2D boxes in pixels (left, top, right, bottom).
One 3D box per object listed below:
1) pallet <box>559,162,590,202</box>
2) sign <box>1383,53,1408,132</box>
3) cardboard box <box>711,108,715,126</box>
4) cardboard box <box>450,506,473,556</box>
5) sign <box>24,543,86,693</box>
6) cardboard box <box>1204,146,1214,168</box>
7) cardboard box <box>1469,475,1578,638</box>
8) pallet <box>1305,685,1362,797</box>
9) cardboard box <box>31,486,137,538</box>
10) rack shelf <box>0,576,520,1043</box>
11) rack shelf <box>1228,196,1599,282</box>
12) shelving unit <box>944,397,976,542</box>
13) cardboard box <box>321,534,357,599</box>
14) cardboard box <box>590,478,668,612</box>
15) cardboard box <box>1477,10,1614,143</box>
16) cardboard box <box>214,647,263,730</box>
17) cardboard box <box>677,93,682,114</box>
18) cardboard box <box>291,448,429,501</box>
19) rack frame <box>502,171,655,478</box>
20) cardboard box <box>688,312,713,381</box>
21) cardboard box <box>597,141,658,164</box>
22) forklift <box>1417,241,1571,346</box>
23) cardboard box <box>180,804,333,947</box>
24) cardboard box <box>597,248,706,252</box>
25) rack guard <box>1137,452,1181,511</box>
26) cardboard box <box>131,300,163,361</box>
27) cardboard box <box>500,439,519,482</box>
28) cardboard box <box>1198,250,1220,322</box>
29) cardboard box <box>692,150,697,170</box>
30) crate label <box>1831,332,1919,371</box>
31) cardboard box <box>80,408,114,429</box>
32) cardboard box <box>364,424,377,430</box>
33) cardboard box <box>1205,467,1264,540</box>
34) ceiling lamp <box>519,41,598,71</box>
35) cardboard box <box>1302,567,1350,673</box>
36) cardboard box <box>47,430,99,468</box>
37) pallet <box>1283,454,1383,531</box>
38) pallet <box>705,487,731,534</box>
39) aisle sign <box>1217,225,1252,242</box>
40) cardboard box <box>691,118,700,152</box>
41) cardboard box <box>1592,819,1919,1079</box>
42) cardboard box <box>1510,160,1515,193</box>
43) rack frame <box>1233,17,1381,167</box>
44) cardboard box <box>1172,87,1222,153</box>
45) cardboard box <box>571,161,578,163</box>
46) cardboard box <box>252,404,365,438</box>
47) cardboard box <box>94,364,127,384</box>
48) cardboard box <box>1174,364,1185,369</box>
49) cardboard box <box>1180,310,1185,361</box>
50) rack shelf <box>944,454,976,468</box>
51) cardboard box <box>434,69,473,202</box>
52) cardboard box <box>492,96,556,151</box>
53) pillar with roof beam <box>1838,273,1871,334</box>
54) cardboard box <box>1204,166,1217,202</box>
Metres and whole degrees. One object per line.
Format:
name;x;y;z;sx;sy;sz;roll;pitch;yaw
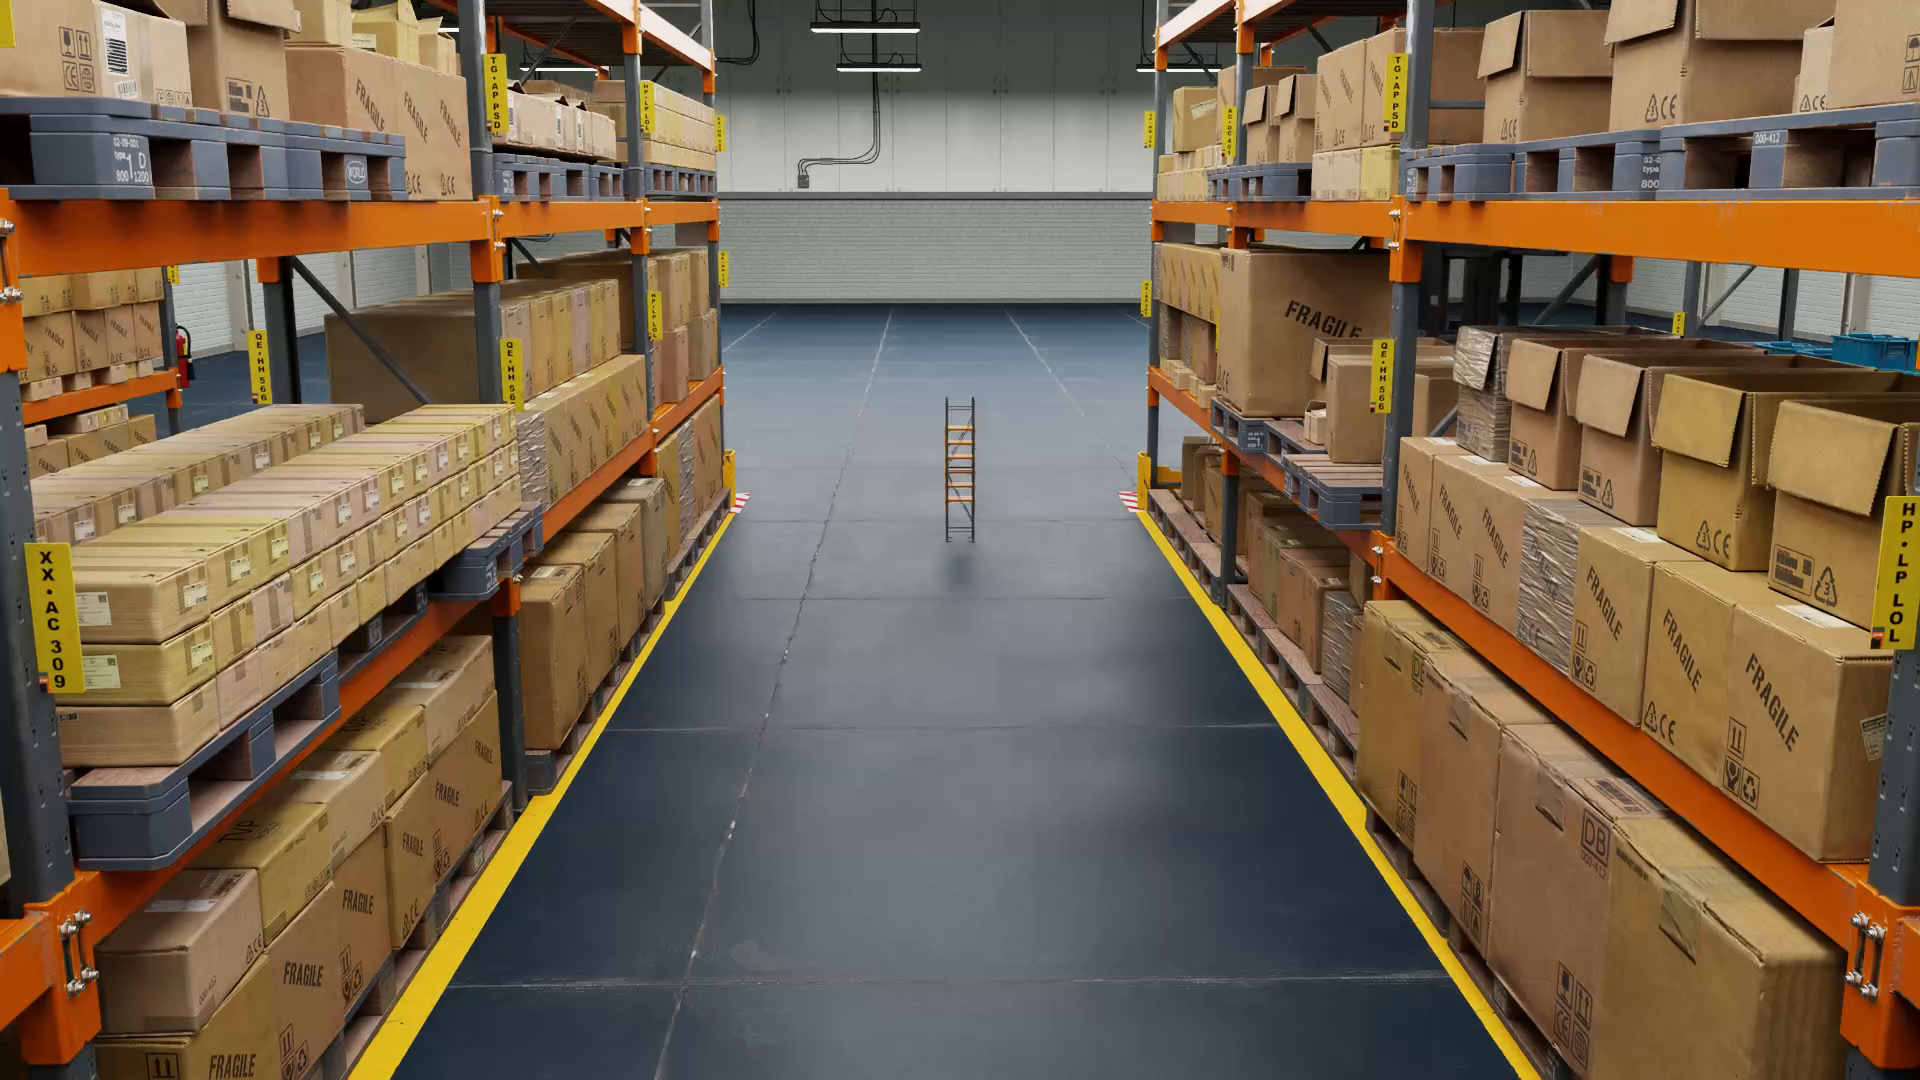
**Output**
pallet;-2.635;-1.928;8.950;1.003;0.211;1.213;0;11;1
sign;1.876;-1.923;7.147;0.100;0.325;0.005;0;11;-1
cardboard box;-2.362;-3.718;14.615;0.380;0.149;0.250;0;11;-1
cardboard box;-2.062;-0.037;6.274;0.380;0.149;0.250;0;11;-2
sign;-1.918;0.166;3.517;0.100;0.325;0.005;0;11;-1
cardboard box;2.003;-2.809;12.192;0.380;0.149;0.250;-1;11;-3
cardboard box;2.183;0.052;6.007;0.500;0.500;0.500;0;11;-2
pallet;2.404;1.010;8.549;1.003;0.211;1.213;0;11;-1
cardboard box;-2.680;-0.065;4.913;0.380;0.149;0.250;-1;11;-3
rack shelf;-2.501;0.549;5.616;1.077;0.370;4.000;0;11;-1
rack shelf;2.377;-1.716;9.239;1.077;0.370;4.000;0;11;-1
shelving unit;0.000;-0.591;13.954;0.258;1.200;0.189;0;11;-1
cardboard box;-2.035;0.078;4.960;0.380;0.149;0.250;0;11;1
cardboard box;-2.523;0.024;10.999;1.050;0.750;0.750;0;11;-1
cardboard box;2.503;-1.807;6.559;0.797;0.503;0.637;0;11;2
cardboard box;-2.020;0.376;4.235;0.380;0.149;0.250;0;11;0
cardboard box;-2.321;-3.315;12.630;0.380;0.149;0.250;0;11;-1
cardboard box;-2.050;-0.222;5.690;0.380;0.149;0.250;0;11;2
rack frame;-2.625;-0.996;11.423;1.000;3.000;0.127;0;11;-1
cardboard box;-2.622;-1.682;14.427;0.875;0.550;0.550;0;11;-1
cardboard box;-2.293;-2.671;11.462;0.380;0.149;0.250;0;11;-2
forklift;4.972;-1.784;15.481;1.130;2.935;3.031;-7;13;-30
cardboard box;-2.225;0.992;4.968;0.500;0.250;0.500;0;11;0
cardboard box;-2.739;-2.320;14.856;0.875;0.550;0.550;0;11;-1
rack guard;2.255;-0.551;15.518;1.175;0.500;0.348;0;11;-1
cardboard box;-7.368;-1.839;14.578;0.500;0.500;0.500;0;11;-2
cardboard box;-2.077;-0.333;6.983;0.380;0.149;0.250;0;11;0
cardboard box;2.040;-1.869;12.211;0.500;0.500;0.500;0;11;-1
cardboard box;-2.336;-3.075;13.454;0.380;0.149;0.250;0;11;-1
crate label;7.513;-1.464;13.643;0.502;0.435;0.616;0;11;-1
cardboard box;-7.301;-1.013;13.852;0.380;0.149;0.250;0;11;0
cardboard box;-2.820;-0.338;7.930;0.500;0.500;0.500;0;11;-1
cardboard box;2.257;-0.293;13.192;0.500;0.500;0.500;-1;12;-6
ceiling lamp;-9.296;-12.603;38.867;2.000;3.185;0.800;0;11;-1
cardboard box;2.342;0.452;9.465;0.700;0.500;0.500;1;11;4
cardboard box;-7.360;-0.614;13.515;0.500;0.500;0.500;-1;11;-2
pallet;2.297;-0.248;8.221;1.213;0.211;1.003;0;11;-1
pallet;-2.613;-0.266;14.838;1.003;0.211;1.213;0;11;-1
aisle sign;2.552;-3.079;15.153;0.394;0.787;0.004;0;11;-1
cardboard box;-2.399;-3.293;13.522;0.500;0.250;0.500;0;11;-1
cardboard box;2.468;1.302;4.382;1.225;0.875;0.875;0;11;-1
cardboard box;2.663;-1.692;7.688;0.500;0.250;0.500;0;11;0
rack frame;2.336;-3.936;10.828;1.000;3.000;0.127;0;11;-1
cardboard box;2.014;-3.405;13.497;0.500;0.500;0.500;0;11;-1
cardboard box;-2.965;-2.770;11.949;0.380;0.149;0.250;0;11;0
cardboard box;-2.727;-0.481;6.967;0.380;0.149;0.250;0;11;-1
cardboard box;-7.298;-1.402;14.057;0.380;0.149;0.250;0;11;0
cardboard box;2.021;-1.412;14.105;0.380;0.149;0.250;0;11;-1
cardboard box;2.367;-1.778;14.278;0.875;0.500;0.500;0;11;-1
rack shelf;0.000;-0.665;13.939;0.258;0.103;0.180;0;11;-1
cardboard box;-2.277;-1.607;6.642;0.500;0.500;0.500;0;11;-1
cardboard box;-2.348;-2.096;8.374;0.500;0.250;0.500;0;11;0
pillar with roof beam;13.313;-8.217;31.930;9.100;9.000;0.548;0;11;-1
cardboard box;2.065;-2.586;12.095;0.500;0.250;0.500;0;11;0
